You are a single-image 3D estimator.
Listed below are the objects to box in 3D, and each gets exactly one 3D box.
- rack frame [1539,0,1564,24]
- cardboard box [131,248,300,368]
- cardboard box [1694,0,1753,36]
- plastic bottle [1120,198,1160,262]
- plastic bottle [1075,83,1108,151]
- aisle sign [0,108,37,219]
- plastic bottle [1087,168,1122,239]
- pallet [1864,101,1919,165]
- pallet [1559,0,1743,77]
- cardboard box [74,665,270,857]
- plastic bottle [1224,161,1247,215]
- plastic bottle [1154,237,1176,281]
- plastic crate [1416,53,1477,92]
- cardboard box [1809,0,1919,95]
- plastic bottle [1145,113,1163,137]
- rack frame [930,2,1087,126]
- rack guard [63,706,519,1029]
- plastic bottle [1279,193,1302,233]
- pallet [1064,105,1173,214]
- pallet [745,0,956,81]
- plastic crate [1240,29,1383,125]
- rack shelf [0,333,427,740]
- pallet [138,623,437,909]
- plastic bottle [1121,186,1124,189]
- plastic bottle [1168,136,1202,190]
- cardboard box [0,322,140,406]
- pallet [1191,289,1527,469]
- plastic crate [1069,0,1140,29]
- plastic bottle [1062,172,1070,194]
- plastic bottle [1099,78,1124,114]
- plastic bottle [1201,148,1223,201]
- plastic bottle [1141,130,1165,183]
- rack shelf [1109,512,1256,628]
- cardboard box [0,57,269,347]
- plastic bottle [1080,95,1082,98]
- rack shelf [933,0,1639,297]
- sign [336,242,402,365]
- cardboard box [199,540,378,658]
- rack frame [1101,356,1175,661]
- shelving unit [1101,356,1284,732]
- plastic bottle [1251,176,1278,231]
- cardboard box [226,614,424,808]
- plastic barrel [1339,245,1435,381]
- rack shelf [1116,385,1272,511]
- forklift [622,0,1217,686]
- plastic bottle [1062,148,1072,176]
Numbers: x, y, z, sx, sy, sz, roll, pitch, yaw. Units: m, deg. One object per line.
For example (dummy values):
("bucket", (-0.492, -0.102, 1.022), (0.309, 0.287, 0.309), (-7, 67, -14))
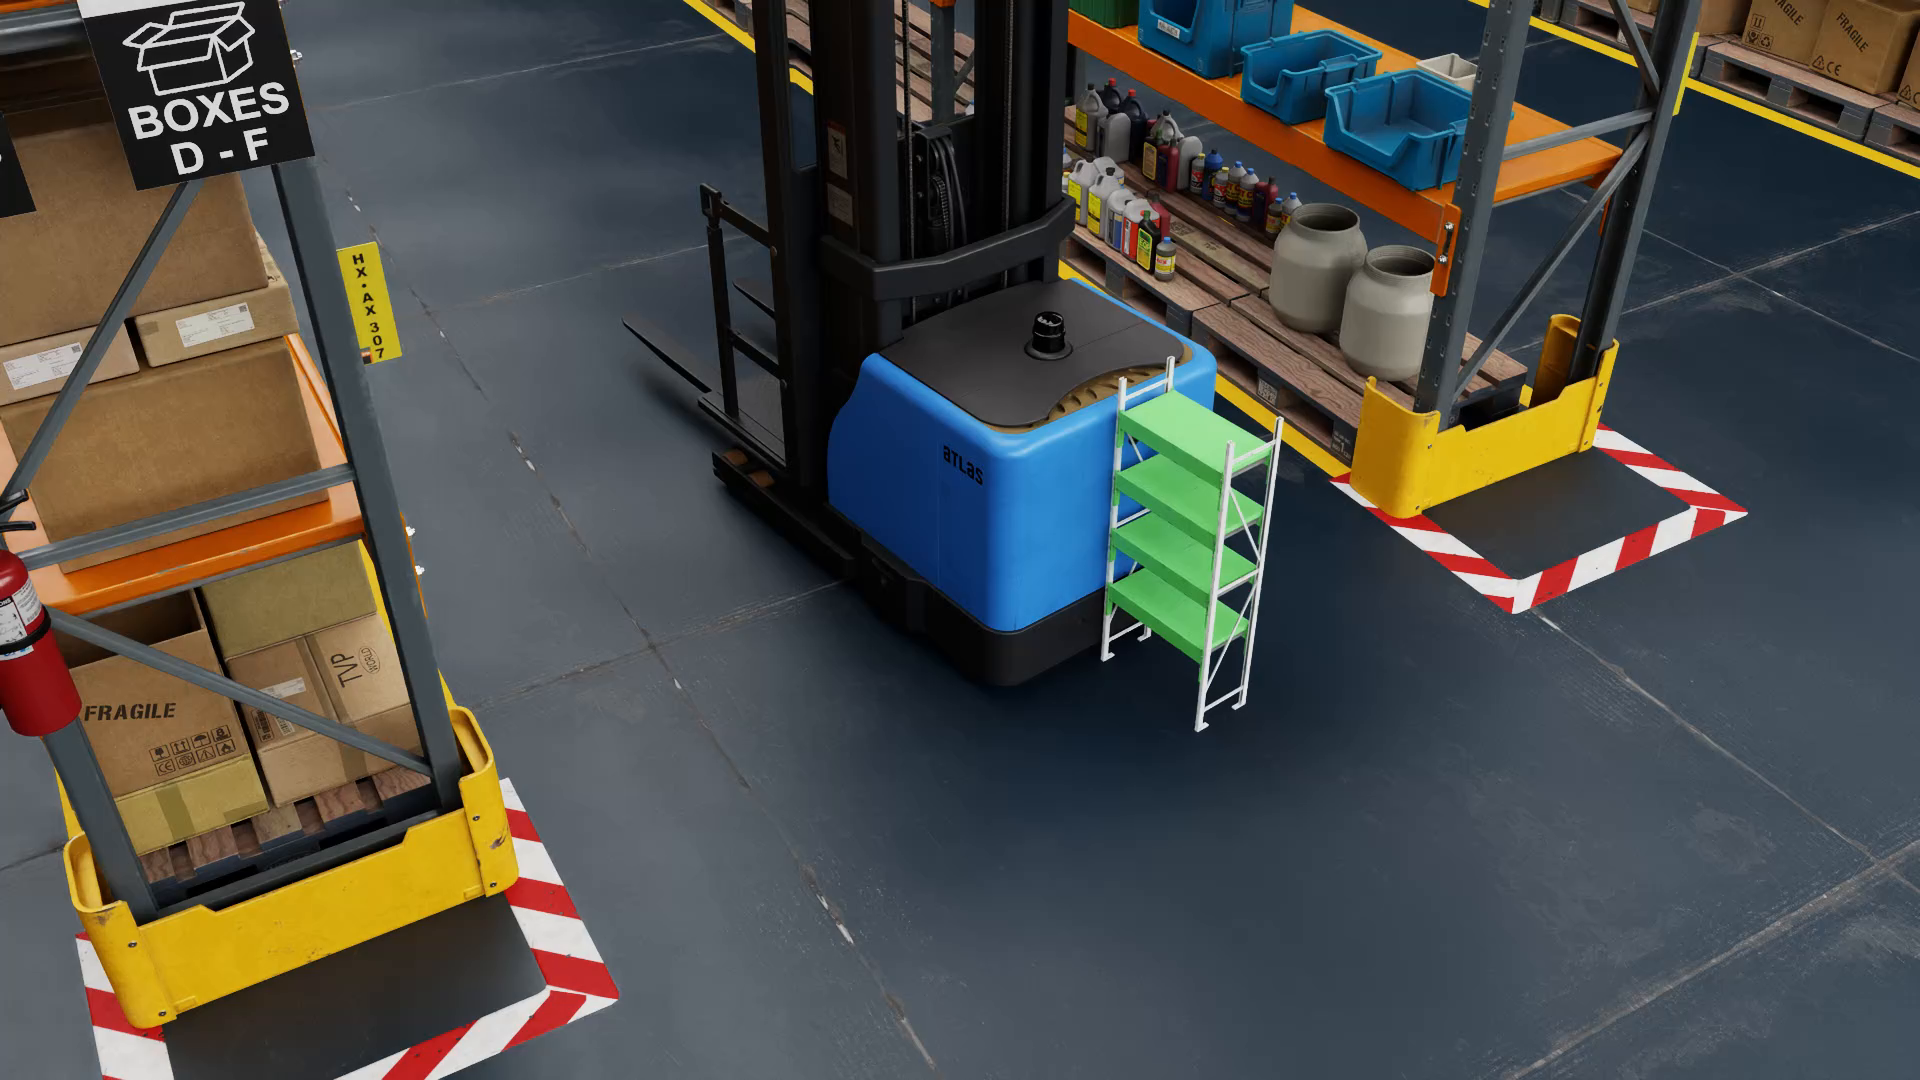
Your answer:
("rack frame", (4.575, -5.028, 11.092), (1.000, 3.000, 0.127), (-19, 40, -24))
("cardboard box", (-1.993, -0.621, 4.423), (0.380, 0.149, 0.250), (-19, 40, -24))
("cardboard box", (5.036, -3.683, 11.013), (0.500, 0.500, 0.500), (-7, 37, -9))
("plastic bottle", (0.897, -1.542, 8.254), (0.152, 0.276, 0.135), (-19, 40, -24))
("plastic bottle", (0.741, -2.383, 9.342), (0.144, 0.351, 0.185), (-19, 40, -24))
("aisle sign", (-2.203, -0.984, 3.350), (0.394, 0.787, 0.004), (-19, 40, -24))
("plastic bottle", (0.741, -1.726, 8.443), (0.144, 0.351, 0.185), (-17, 40, -22))
("pallet", (6.169, -2.326, 9.756), (1.003, 0.211, 1.213), (-19, 40, -24))
("pallet", (4.943, -3.570, 11.460), (1.003, 0.211, 1.213), (-19, 40, -24))
("cardboard box", (-2.507, 0.700, 5.224), (0.500, 0.250, 0.500), (-19, 40, -24))
("plastic bottle", (1.438, -1.840, 8.666), (0.097, 0.271, 0.097), (0, 36, 0))
("plastic bottle", (1.000, -1.375, 8.089), (0.097, 0.201, 0.097), (0, 36, 0))
("plastic crate", (2.131, -1.966, 7.122), (0.298, 0.136, 0.250), (-19, 40, -24))
("cardboard box", (5.657, -3.092, 10.203), (0.500, 0.500, 0.500), (-15, 39, -20))
("plastic bottle", (1.080, -2.230, 9.190), (0.061, 0.283, 0.133), (-16, 39, -21))
("rack frame", (0.293, -3.561, 9.082), (1.000, 3.000, 0.127), (-19, 40, -24))
("rack guard", (-1.970, 0.967, 5.003), (1.175, 0.500, 0.348), (-19, 40, -24))
("plastic bottle", (1.661, -1.614, 8.357), (0.097, 0.271, 0.097), (0, 36, 0))
("pallet", (0.594, -2.080, 9.419), (1.003, 0.211, 1.213), (-19, 40, -24))
("pallet", (-0.753, -3.447, 11.290), (1.003, 0.211, 1.213), (-19, 40, -24))
("plastic crate", (1.471, -1.960, 7.017), (0.499, 0.251, 0.408), (-19, 40, -24))
("rack shelf", (-2.987, -0.785, 5.891), (1.077, 0.370, 4.000), (-19, 40, -24))
("pallet", (-2.403, 0.693, 5.622), (1.003, 0.211, 1.213), (-19, 40, -24))
("plastic bottle", (0.824, -1.724, 8.567), (0.097, 0.201, 0.097), (0, 36, 0))
("plastic bottle", (1.202, -2.049, 8.948), (0.152, 0.276, 0.135), (-18, 40, -23))
("cardboard box", (-2.339, -0.496, 4.251), (0.380, 0.149, 0.250), (-20, 40, -25))
("pallet", (1.820, -0.836, 7.715), (1.003, 0.211, 1.213), (-19, 40, -24))
("plastic crate", (0.730, -2.699, 8.082), (0.450, 0.188, 0.662), (-19, 40, -24))
("plastic bottle", (0.556, -1.826, 8.707), (0.097, 0.201, 0.097), (0, 36, 0))
("plastic bottle", (0.865, -2.426, 9.401), (0.144, 0.351, 0.185), (-20, 41, -25))
("plastic bottle", (1.336, -1.943, 8.807), (0.097, 0.271, 0.097), (0, 36, 0))
("plastic bottle", (1.048, -2.092, 9.002), (0.061, 0.283, 0.133), (-19, 40, -24))
("rack shelf", (0.770, 0.081, 5.731), (0.258, 0.148, 0.480), (-25, 43, -30))
("cardboard box", (-2.233, -0.888, 4.238), (0.700, 0.500, 0.500), (-19, 40, -24))
("plastic bottle", (0.744, -2.516, 9.651), (0.097, 0.201, 0.097), (0, 36, 0))
("rack shelf", (1.297, -2.250, 7.898), (1.077, 0.370, 4.000), (-19, 40, -24))
("sign", (-1.500, -0.598, 4.225), (0.100, 0.325, 0.005), (-19, 40, -24))
("cardboard box", (-2.312, -0.011, 5.561), (0.500, 0.500, 0.500), (-19, 40, -24))
("rack frame", (0.618, -0.084, 5.847), (0.240, 1.200, 0.015), (-25, 43, -30))
("shelving unit", (0.770, 0.029, 5.693), (0.258, 1.200, 0.503), (-25, 43, -30))
("plastic bottle", (1.563, -1.739, 8.518), (0.061, 0.283, 0.133), (-18, 40, -23))
("cardboard box", (-2.060, 0.546, 5.434), (0.500, 0.250, 0.500), (-19, 40, -24))
("plastic barrel", (1.905, -0.999, 7.328), (0.421, 0.512, 0.421), (0, 36, 0))
("rack shelf", (0.770, -0.307, 5.447), (0.258, 0.148, 0.480), (-25, 43, -30))
("forklift", (-0.387, -1.471, 6.279), (1.130, 2.935, 3.031), (-25, 43, -30))
("plastic bottle", (0.540, -1.942, 8.806), (0.097, 0.271, 0.097), (0, 36, 0))
